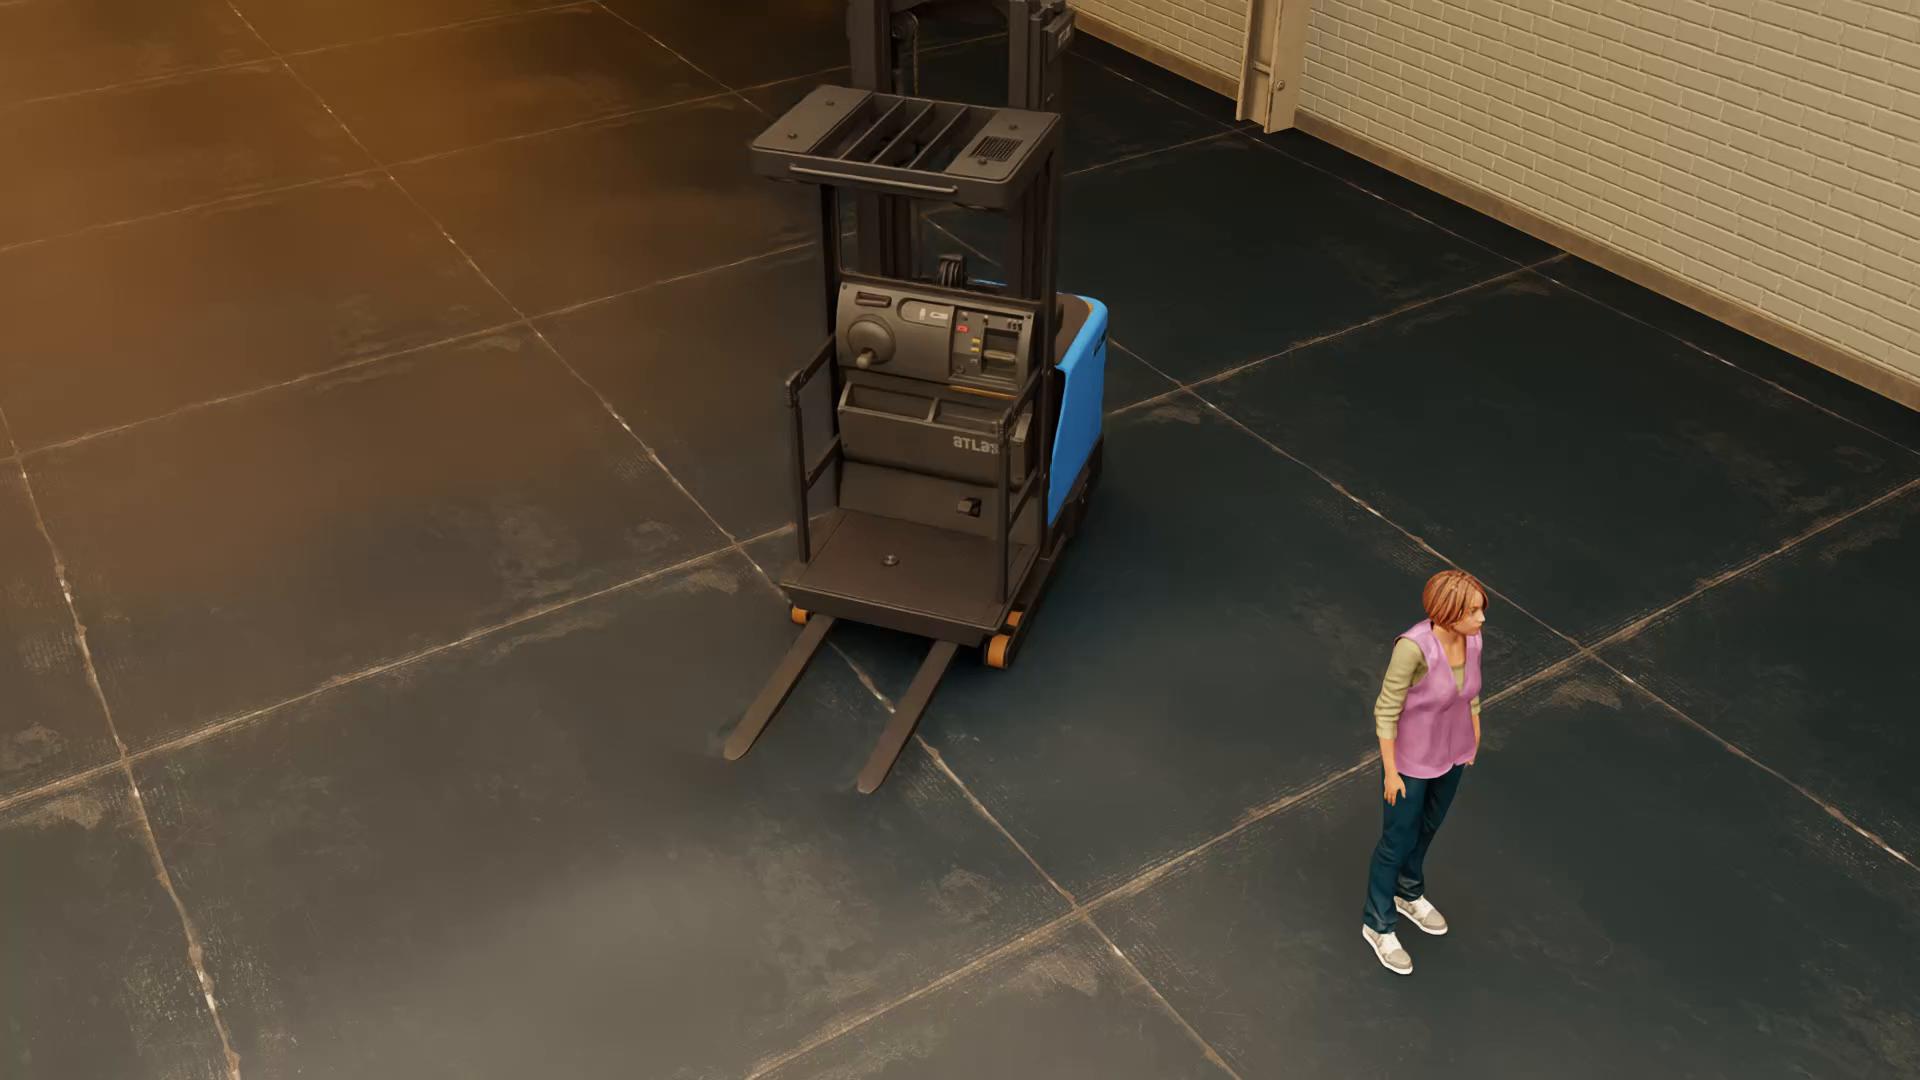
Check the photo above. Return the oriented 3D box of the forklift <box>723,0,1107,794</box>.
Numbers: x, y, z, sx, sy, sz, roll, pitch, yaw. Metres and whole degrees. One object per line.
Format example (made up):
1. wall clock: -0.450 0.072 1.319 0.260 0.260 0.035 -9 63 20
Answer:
1. forklift: -0.187 -0.859 7.370 1.130 2.935 3.031 11 37 16

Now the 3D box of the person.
1. person: 1.759 0.837 6.113 0.504 1.605 0.454 -20 40 -26
